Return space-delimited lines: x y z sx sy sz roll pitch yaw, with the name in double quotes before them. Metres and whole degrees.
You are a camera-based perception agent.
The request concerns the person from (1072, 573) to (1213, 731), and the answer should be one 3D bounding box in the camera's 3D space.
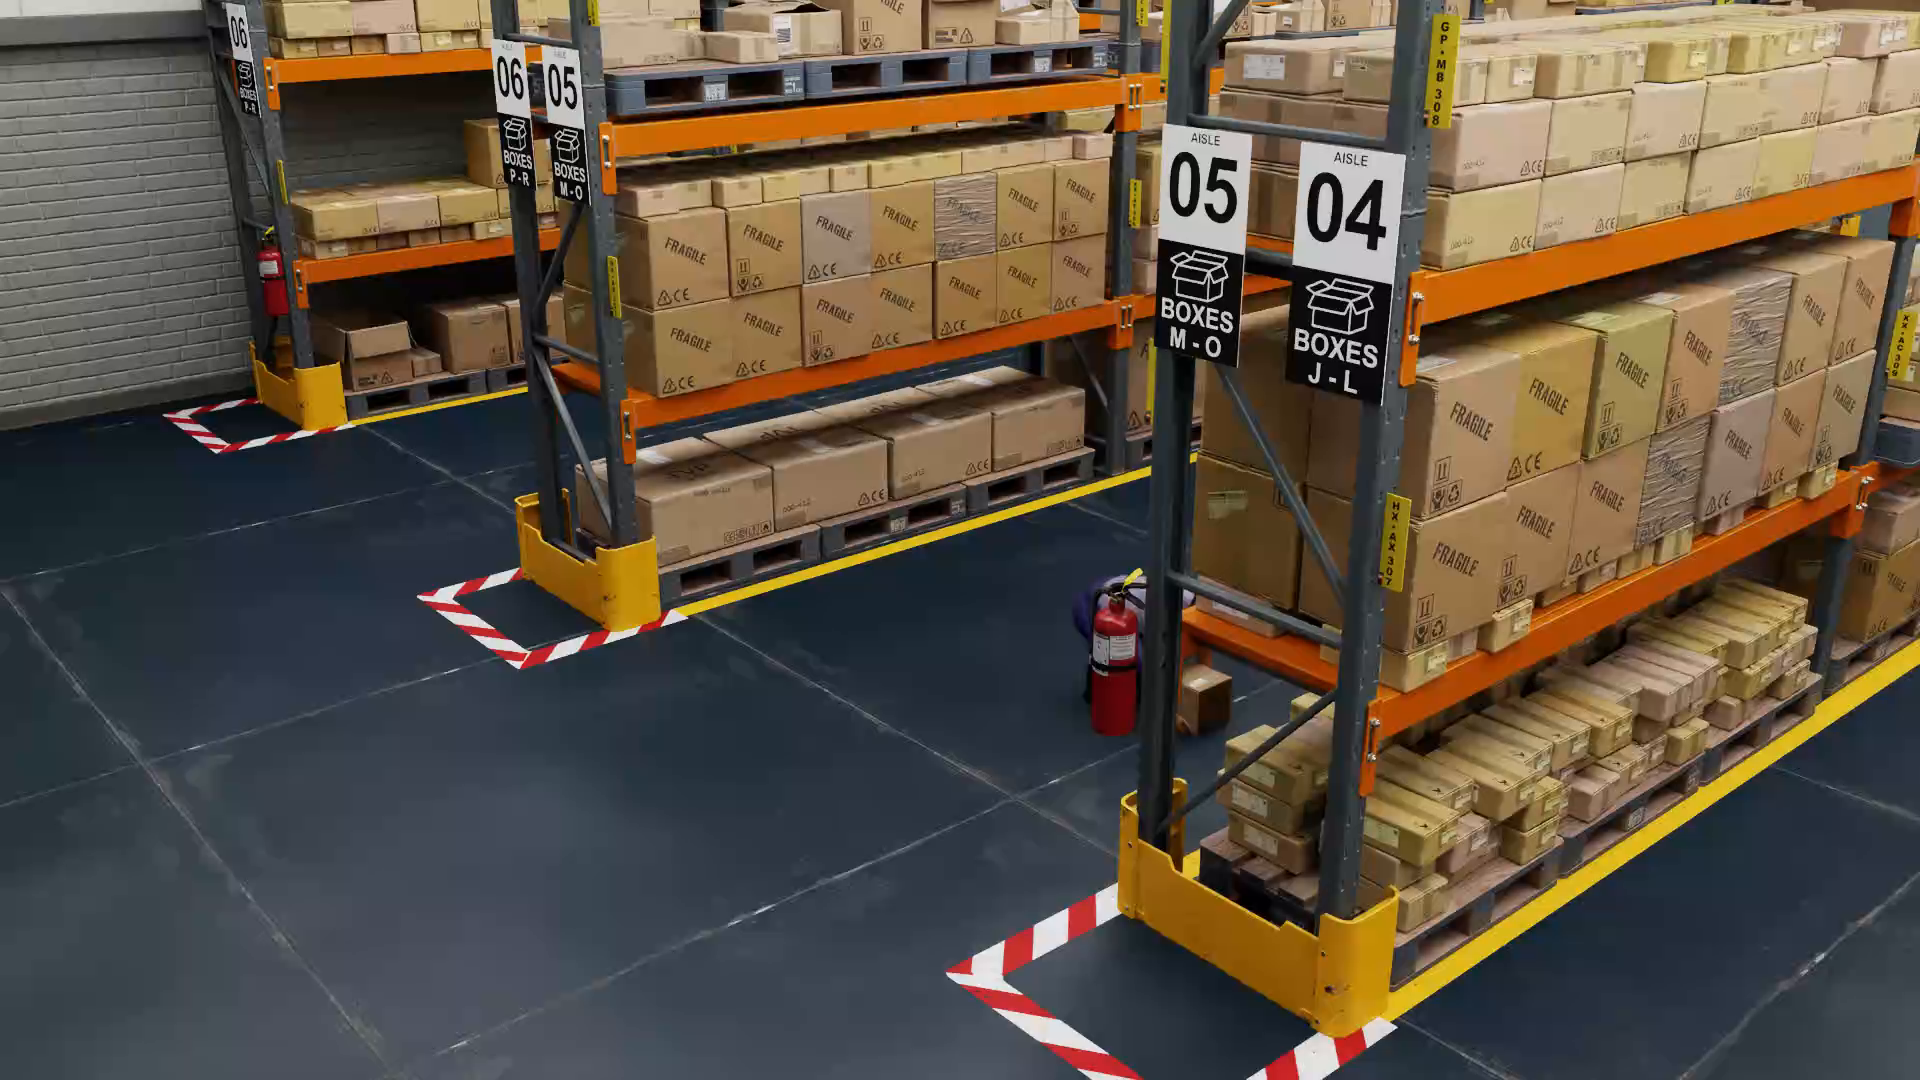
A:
"person" 0.991 0.510 8.577 0.496 0.755 0.878 -18 27 -39
